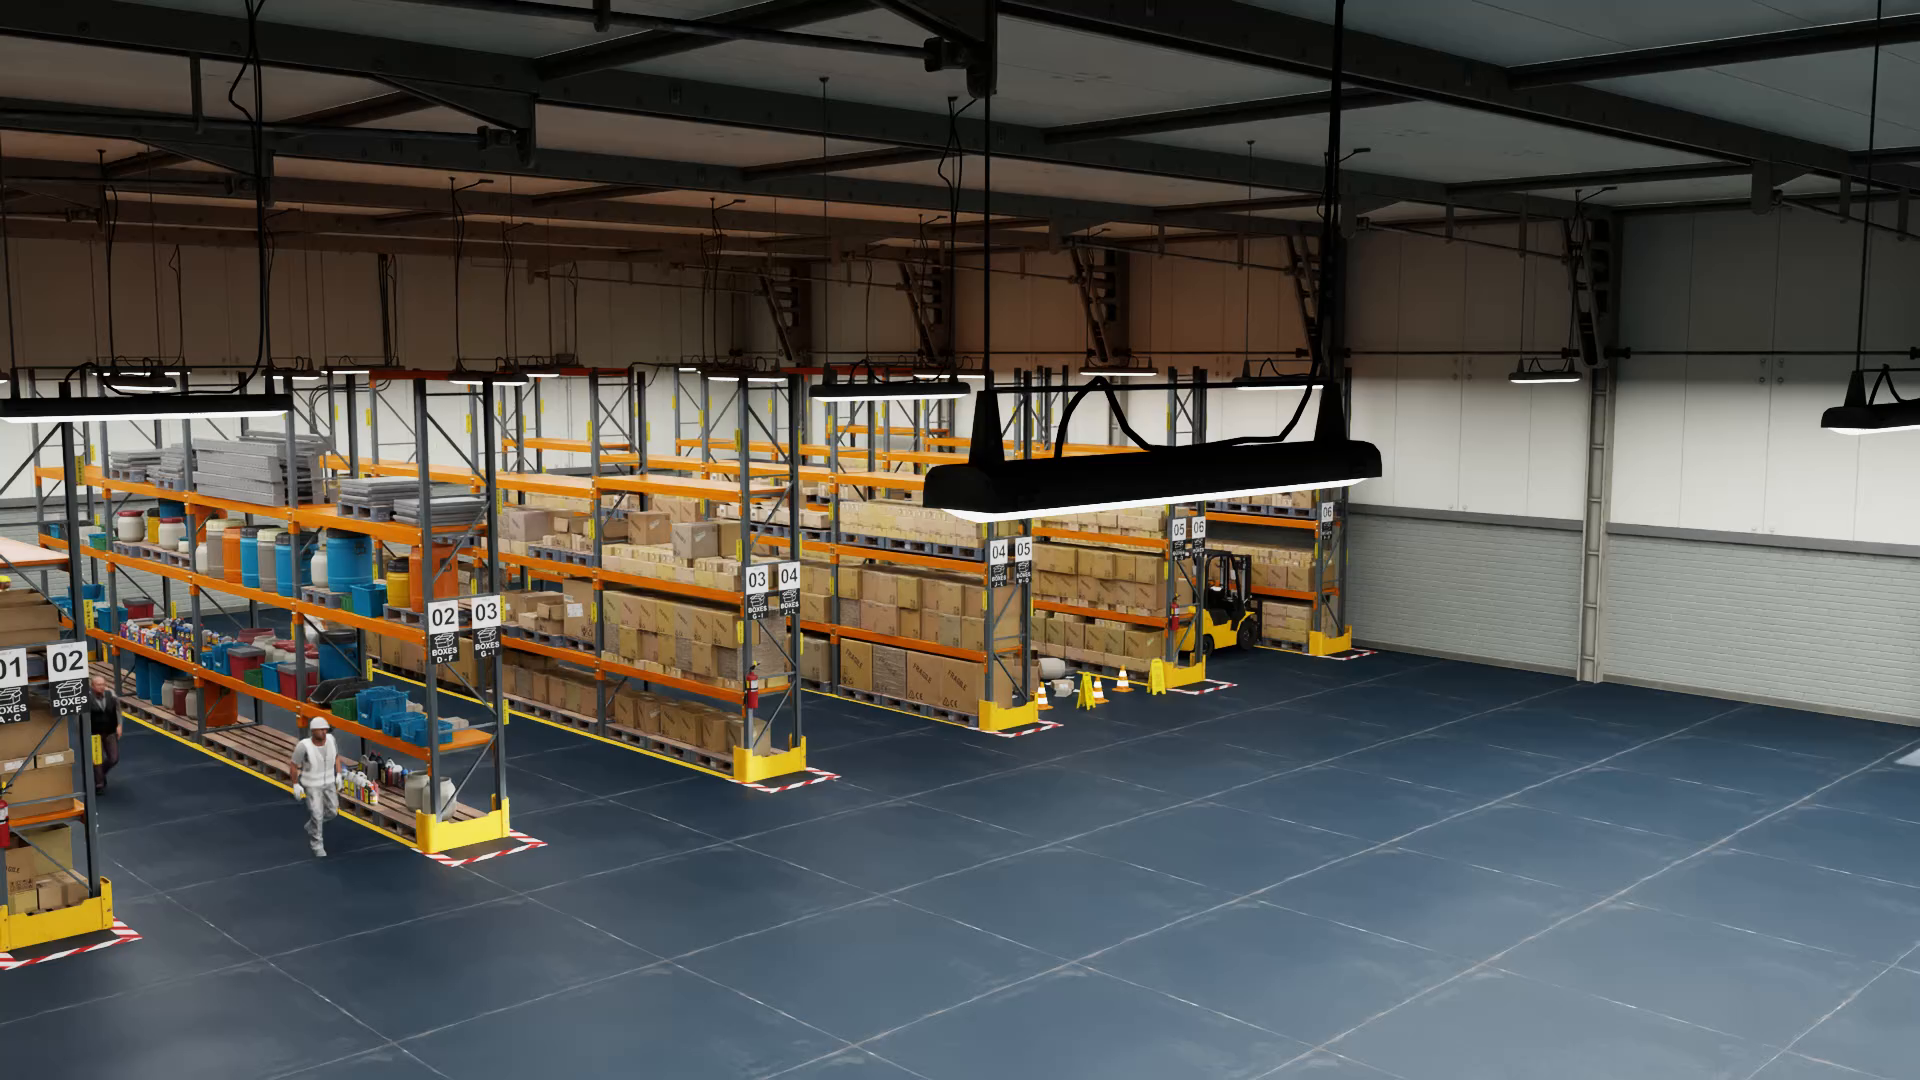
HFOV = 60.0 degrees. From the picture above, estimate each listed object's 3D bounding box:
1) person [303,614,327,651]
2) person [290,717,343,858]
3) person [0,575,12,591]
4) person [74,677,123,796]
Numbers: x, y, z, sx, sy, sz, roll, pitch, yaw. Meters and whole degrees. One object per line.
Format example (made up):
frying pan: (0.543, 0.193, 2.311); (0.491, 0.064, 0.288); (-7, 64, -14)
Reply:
person: (-12.487, 1.865, 32.234); (0.546, 1.640, 0.521); (-5, 8, -35)
person: (-8.187, 3.089, 21.083); (0.689, 1.763, 0.647); (5, 8, 37)
person: (-19.710, 1.586, 34.202); (0.656, 1.755, 0.576); (0, 6, -1)
person: (-12.425, 2.793, 23.983); (0.600, 1.708, 0.633); (6, 9, 44)
